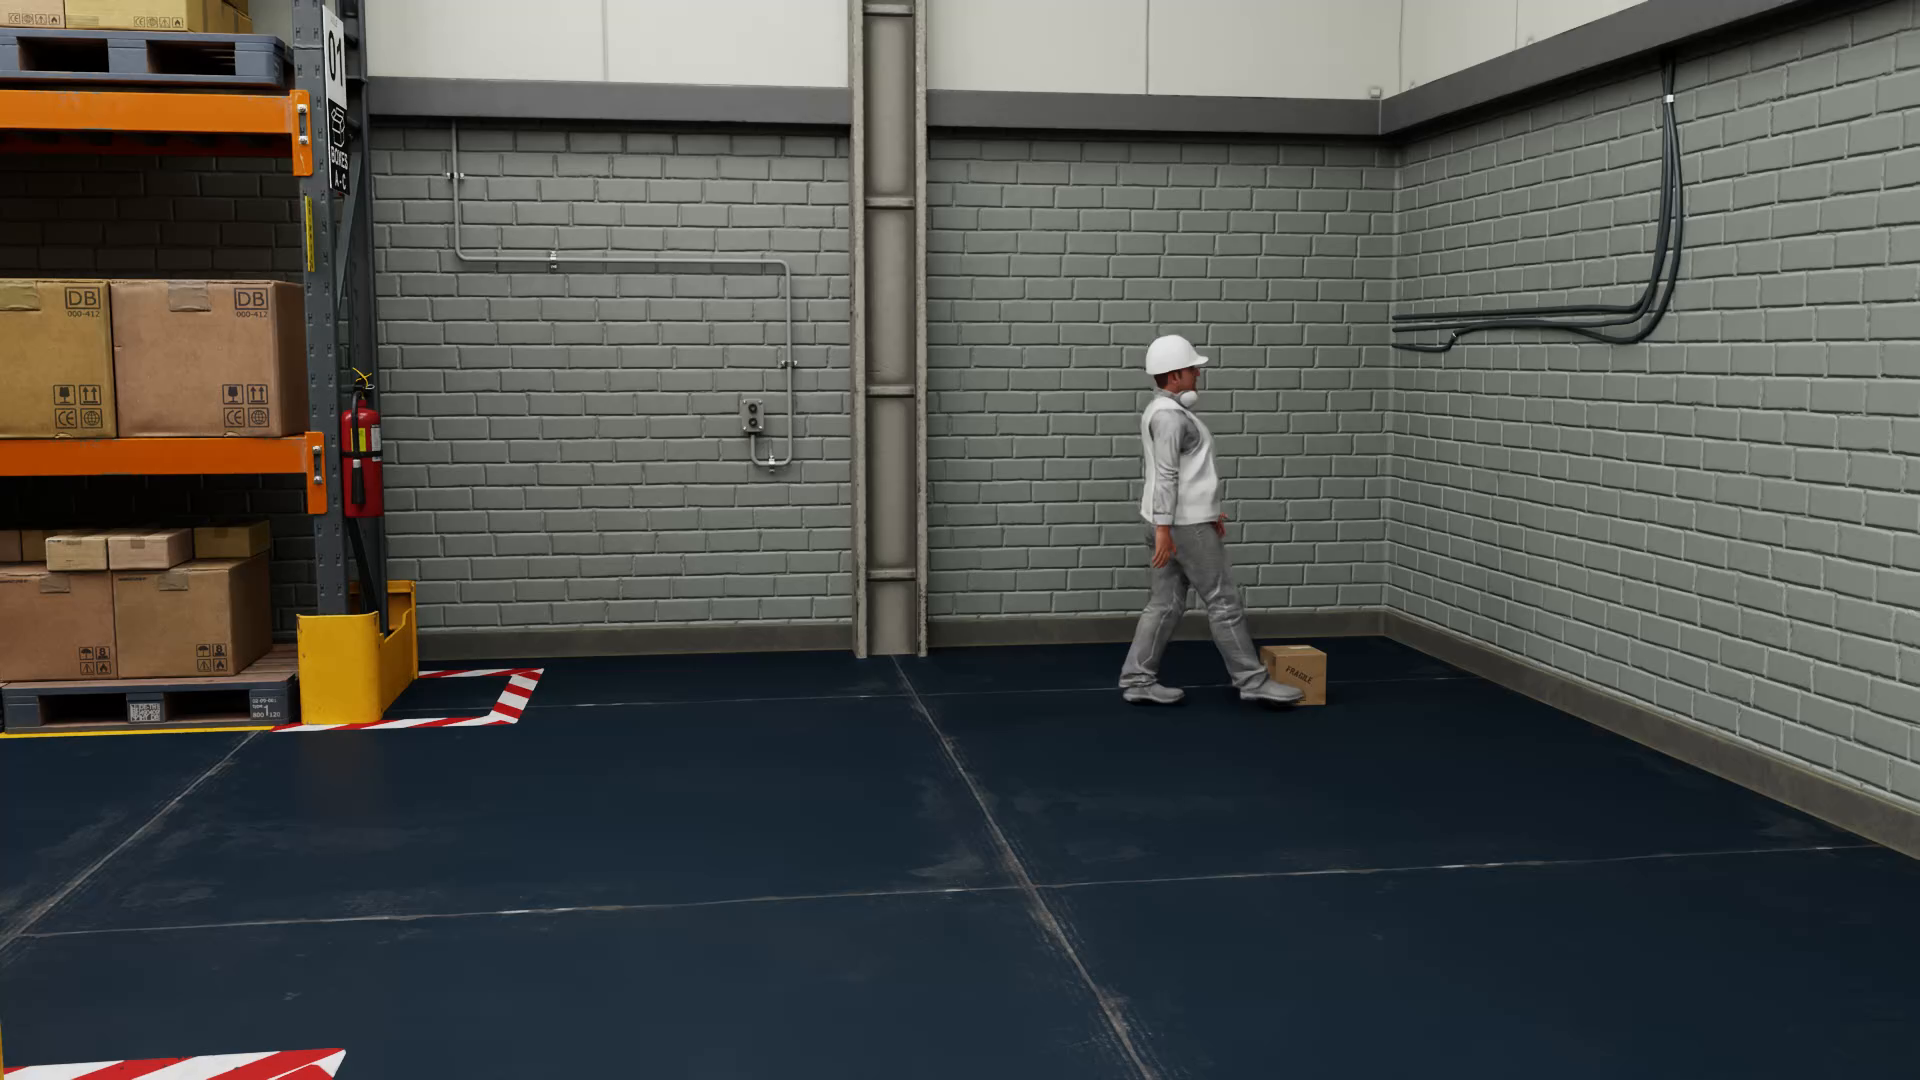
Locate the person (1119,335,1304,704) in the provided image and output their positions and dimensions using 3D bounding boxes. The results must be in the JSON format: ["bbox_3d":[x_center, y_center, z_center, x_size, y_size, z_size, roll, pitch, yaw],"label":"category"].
[{"bbox_3d":[1.186,-0.091,7.893,0.849,1.749,0.587,-1,6,-6],"label":"person"}]
